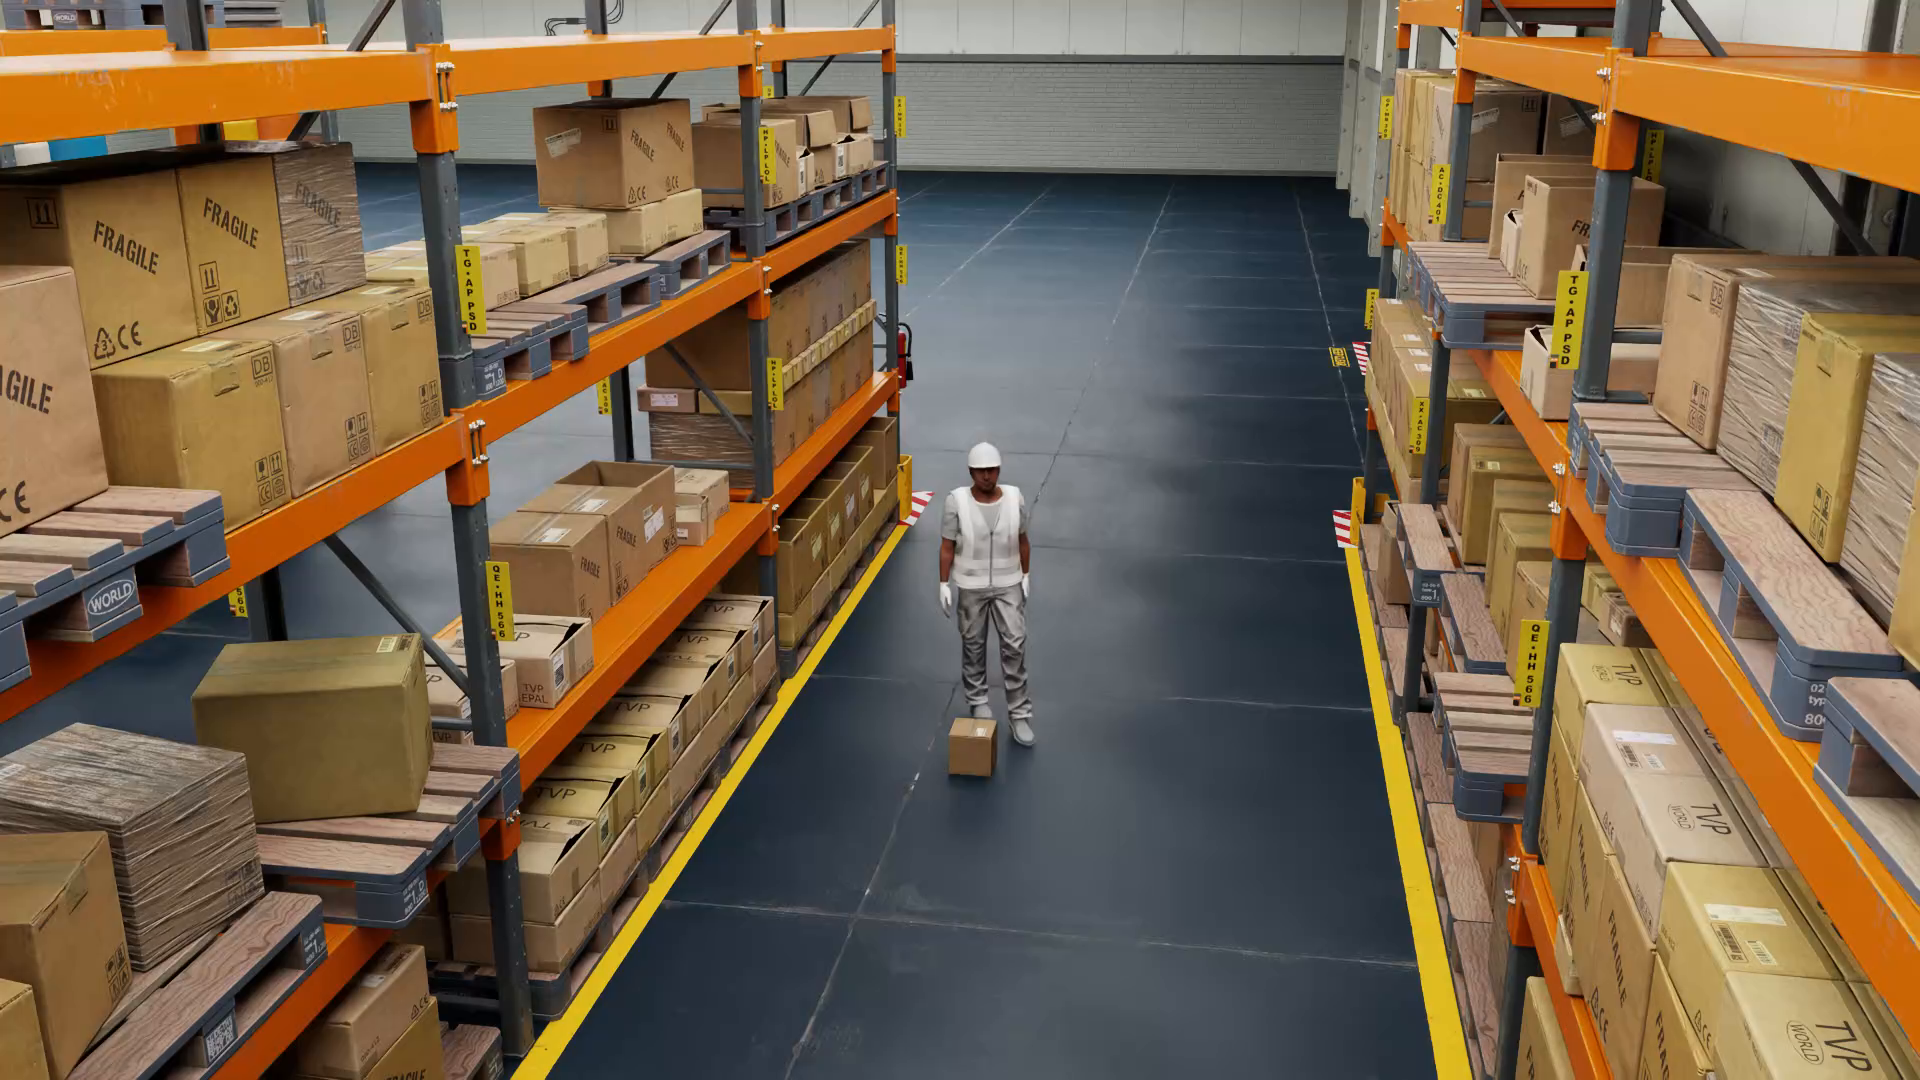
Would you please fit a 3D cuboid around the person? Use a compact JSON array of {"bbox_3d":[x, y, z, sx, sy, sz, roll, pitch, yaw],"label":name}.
[{"bbox_3d":[0.177,0.314,10.000,0.578,1.778,0.653,-2,18,-7],"label":"person"}]
